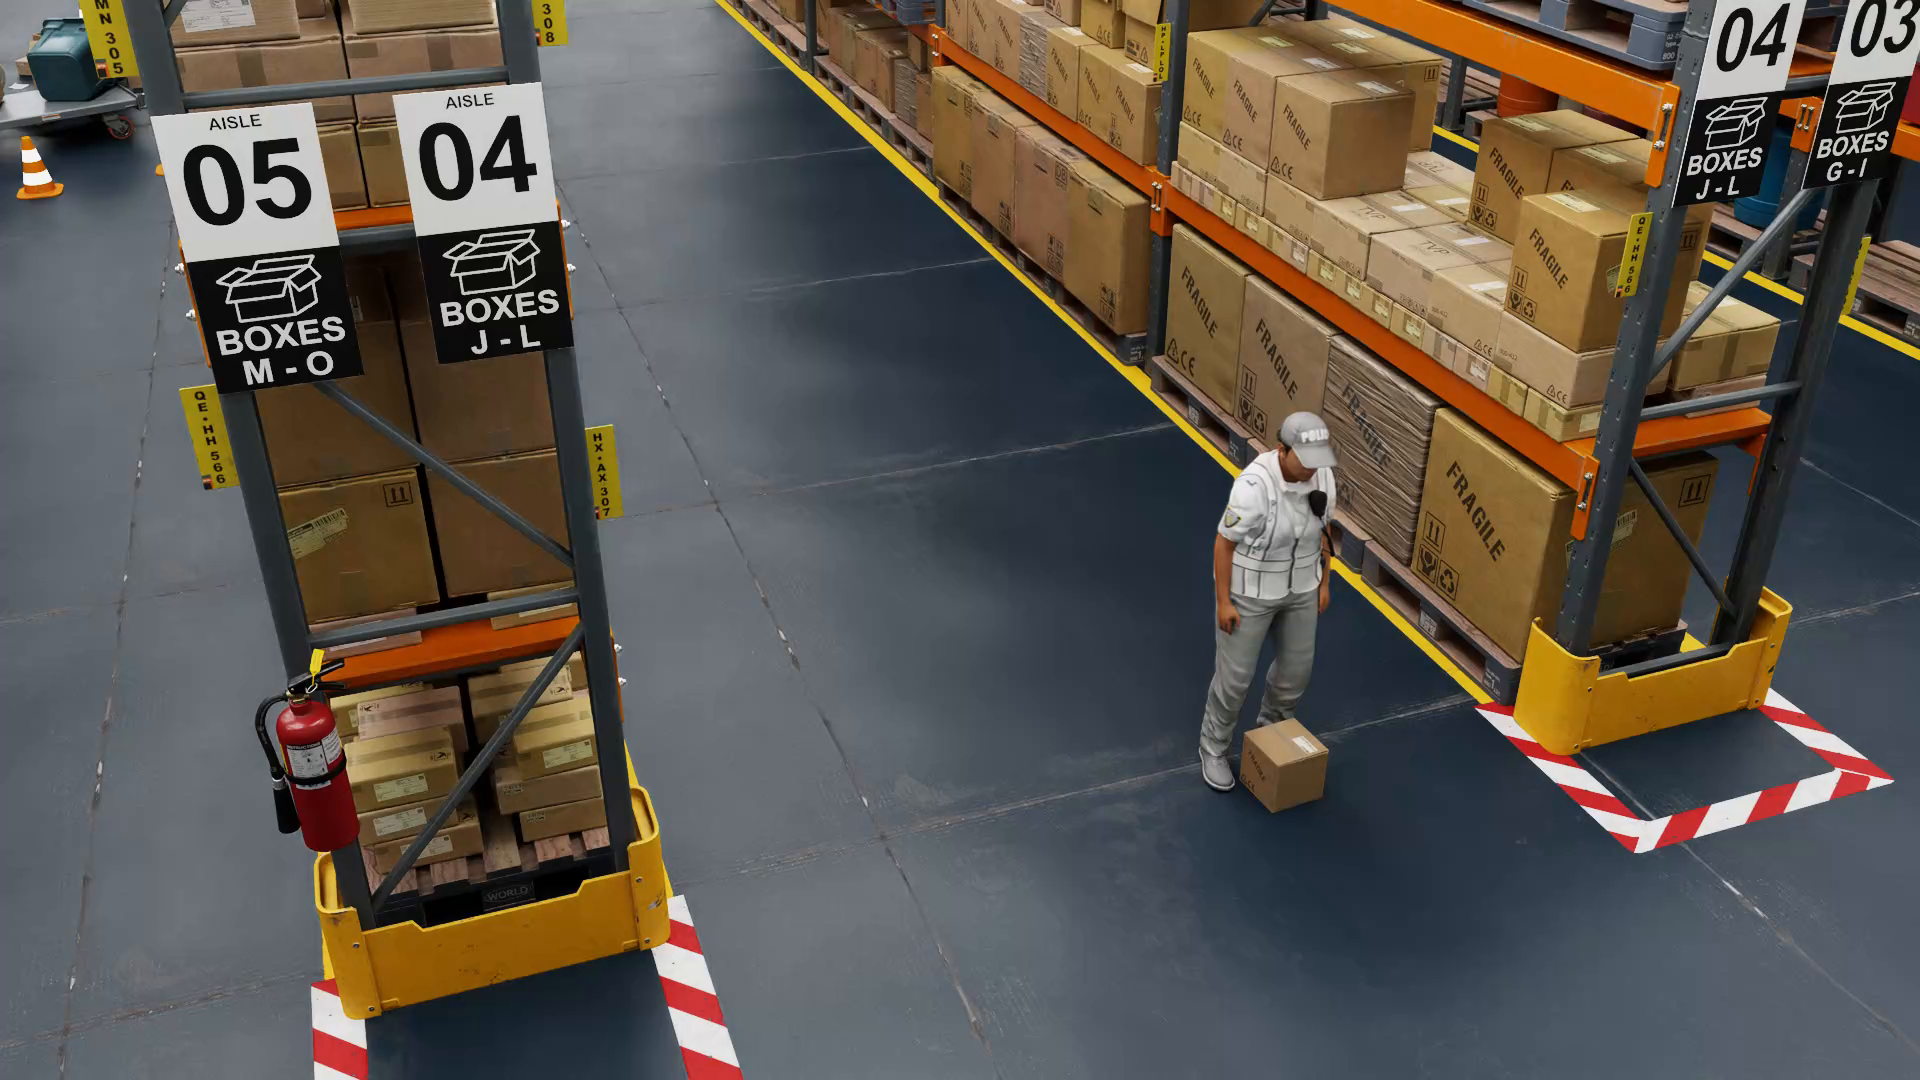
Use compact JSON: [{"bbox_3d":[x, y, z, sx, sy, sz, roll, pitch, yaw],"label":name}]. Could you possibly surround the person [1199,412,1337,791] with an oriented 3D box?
[{"bbox_3d":[1.264,0.224,6.736,0.543,1.666,0.471,-11,32,-18],"label":"person"}]
